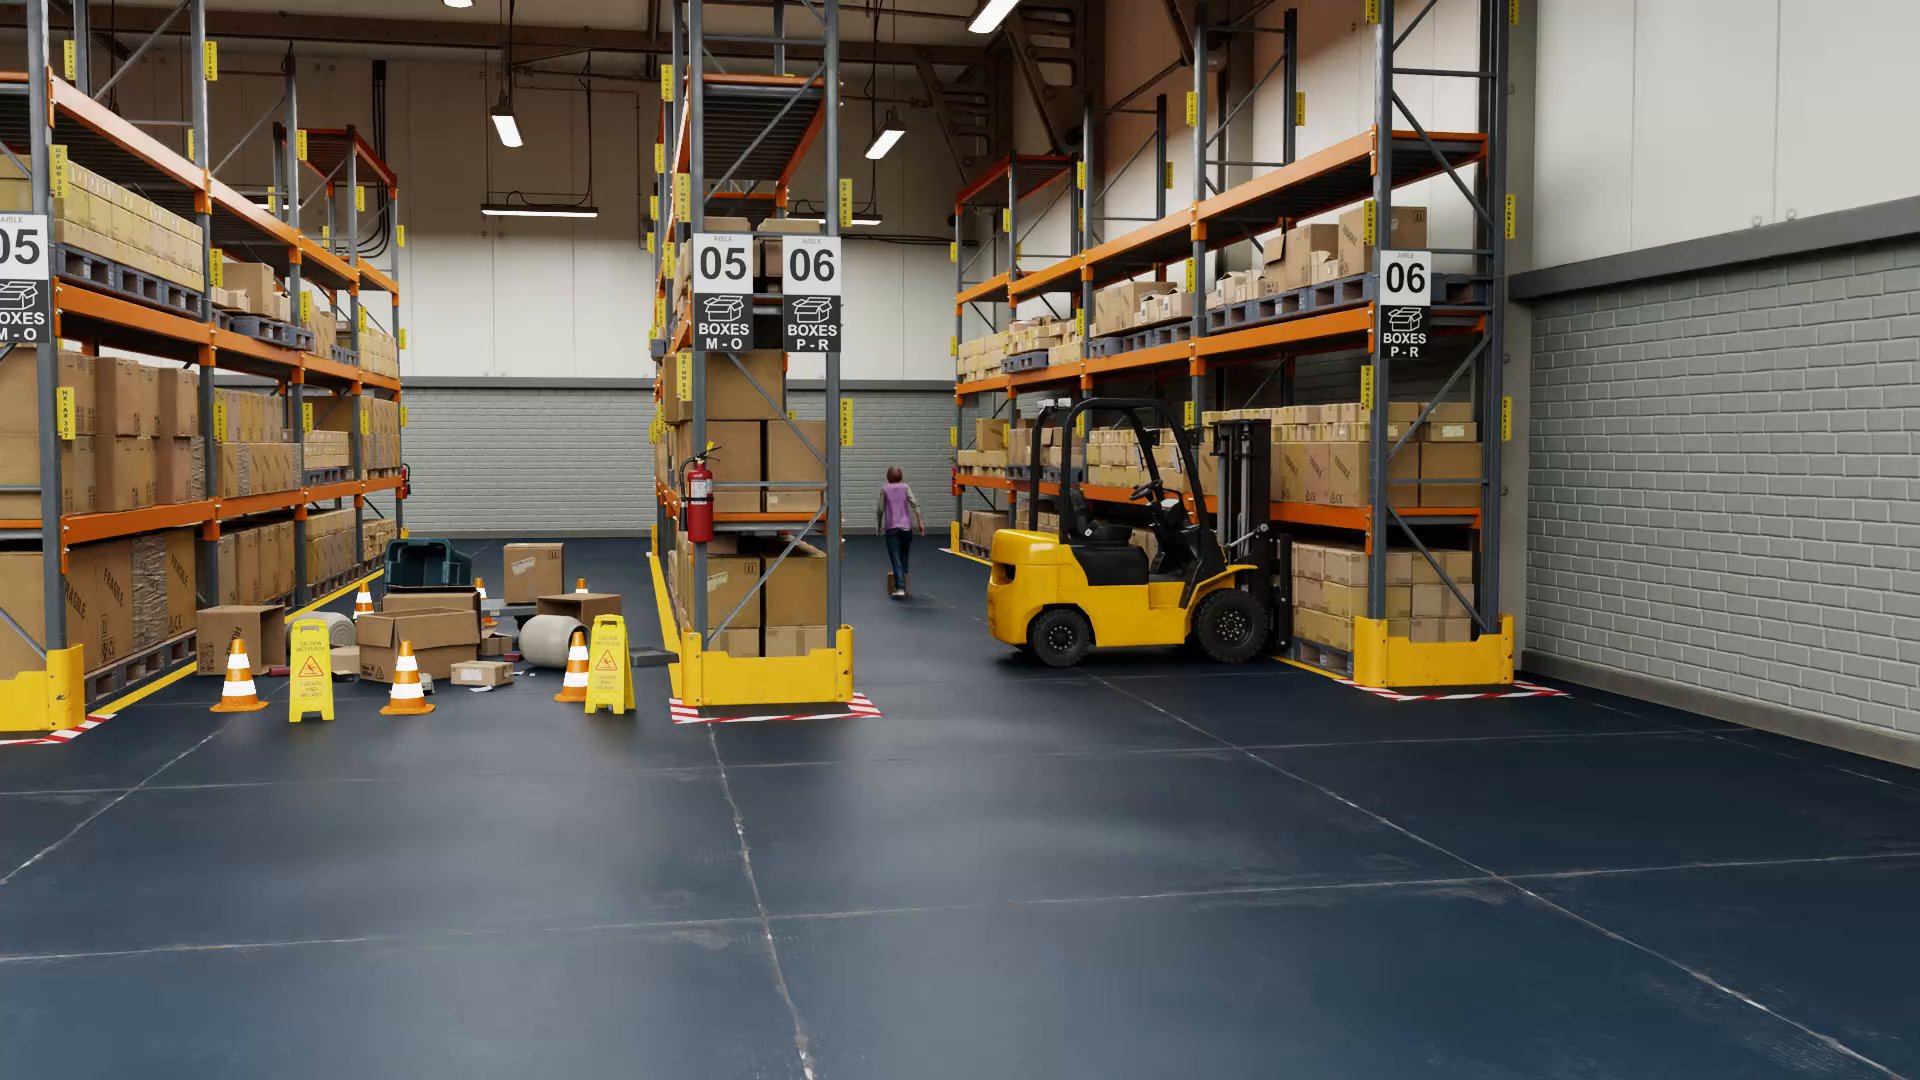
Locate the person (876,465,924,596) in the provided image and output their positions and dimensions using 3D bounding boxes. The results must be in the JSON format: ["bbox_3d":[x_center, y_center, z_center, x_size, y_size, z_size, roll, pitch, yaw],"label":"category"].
[{"bbox_3d":[-0.713,-0.105,19.641,0.520,1.549,0.855,-1,3,-17],"label":"person"}]
